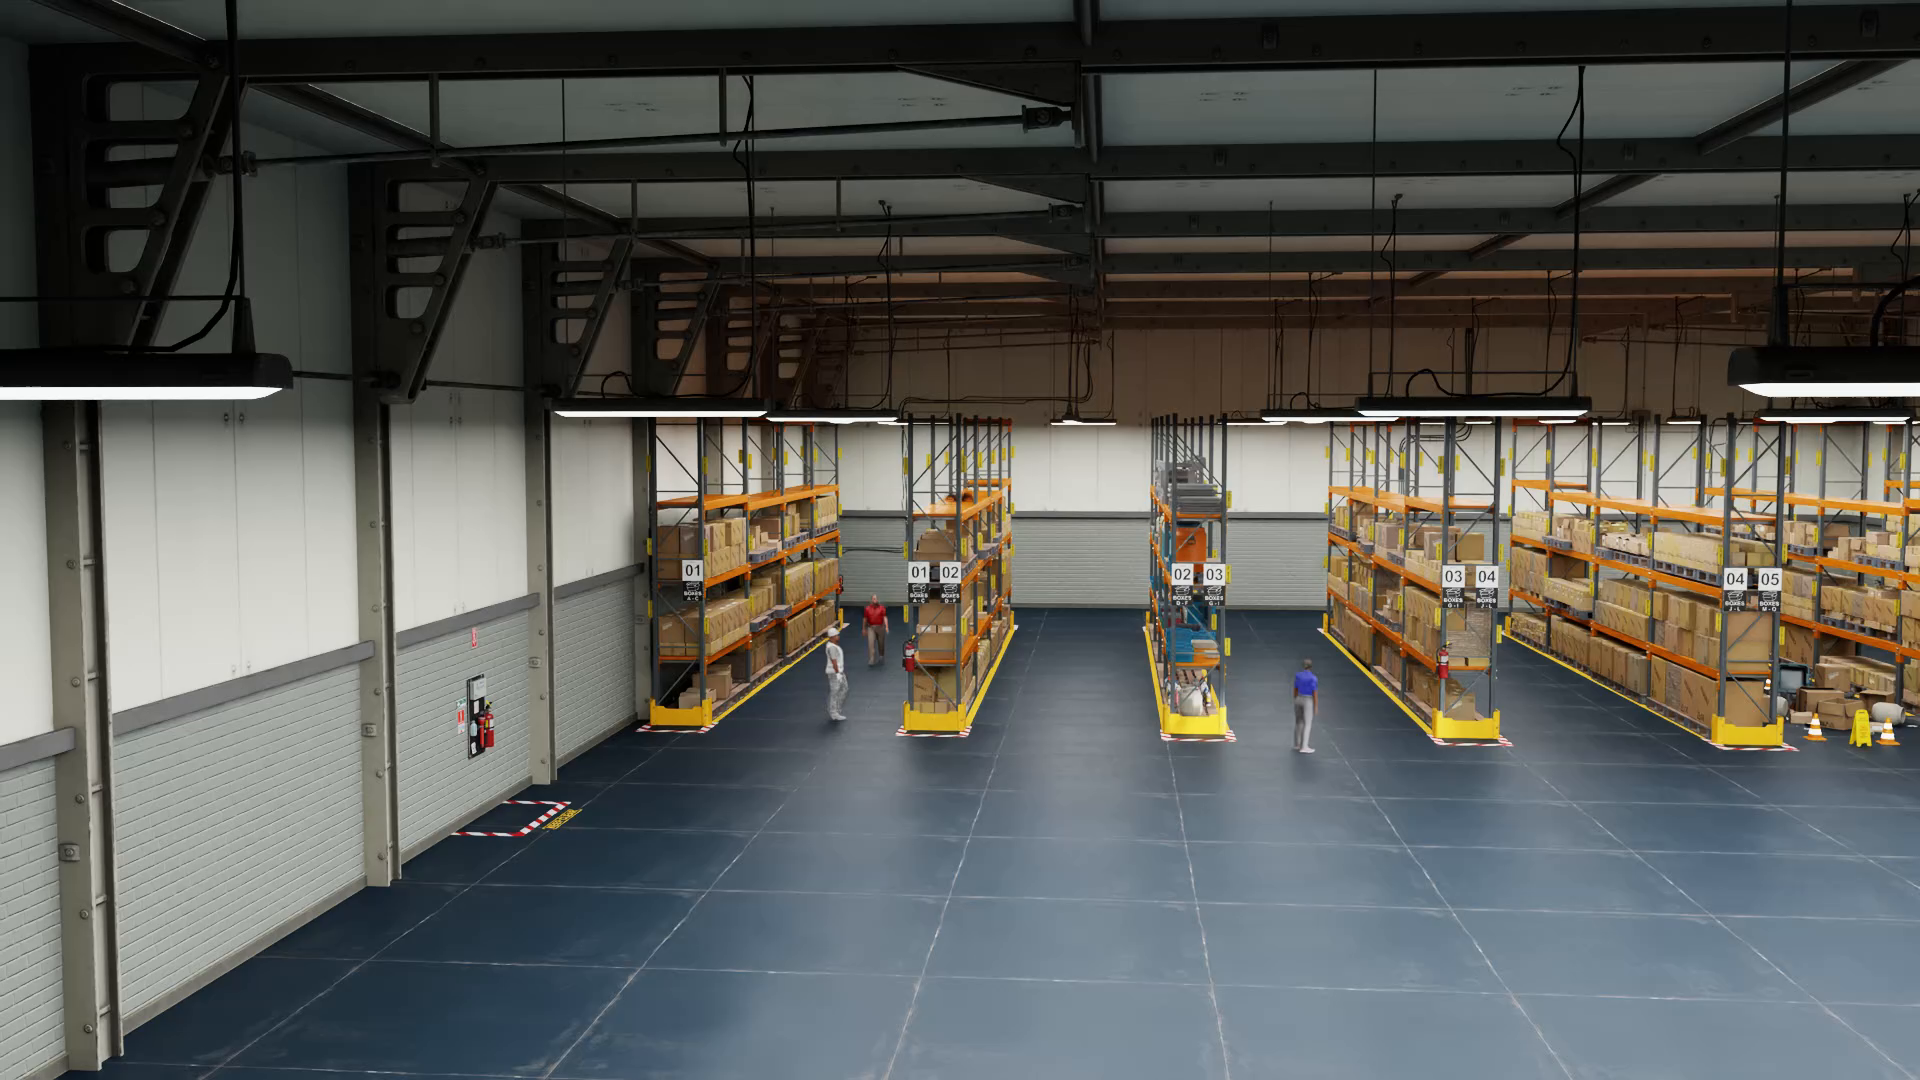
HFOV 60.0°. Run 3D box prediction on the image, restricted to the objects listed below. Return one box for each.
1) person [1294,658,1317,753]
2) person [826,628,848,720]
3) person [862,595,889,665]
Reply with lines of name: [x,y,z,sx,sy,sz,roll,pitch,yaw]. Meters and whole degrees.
person: [6.116,2.920,29.372,0.396,1.677,0.470,-4,5,-43]
person: [-2.453,2.644,32.756,0.441,1.830,0.584,1,4,9]
person: [-2.050,2.176,40.337,0.673,1.669,1.072,0,4,2]
